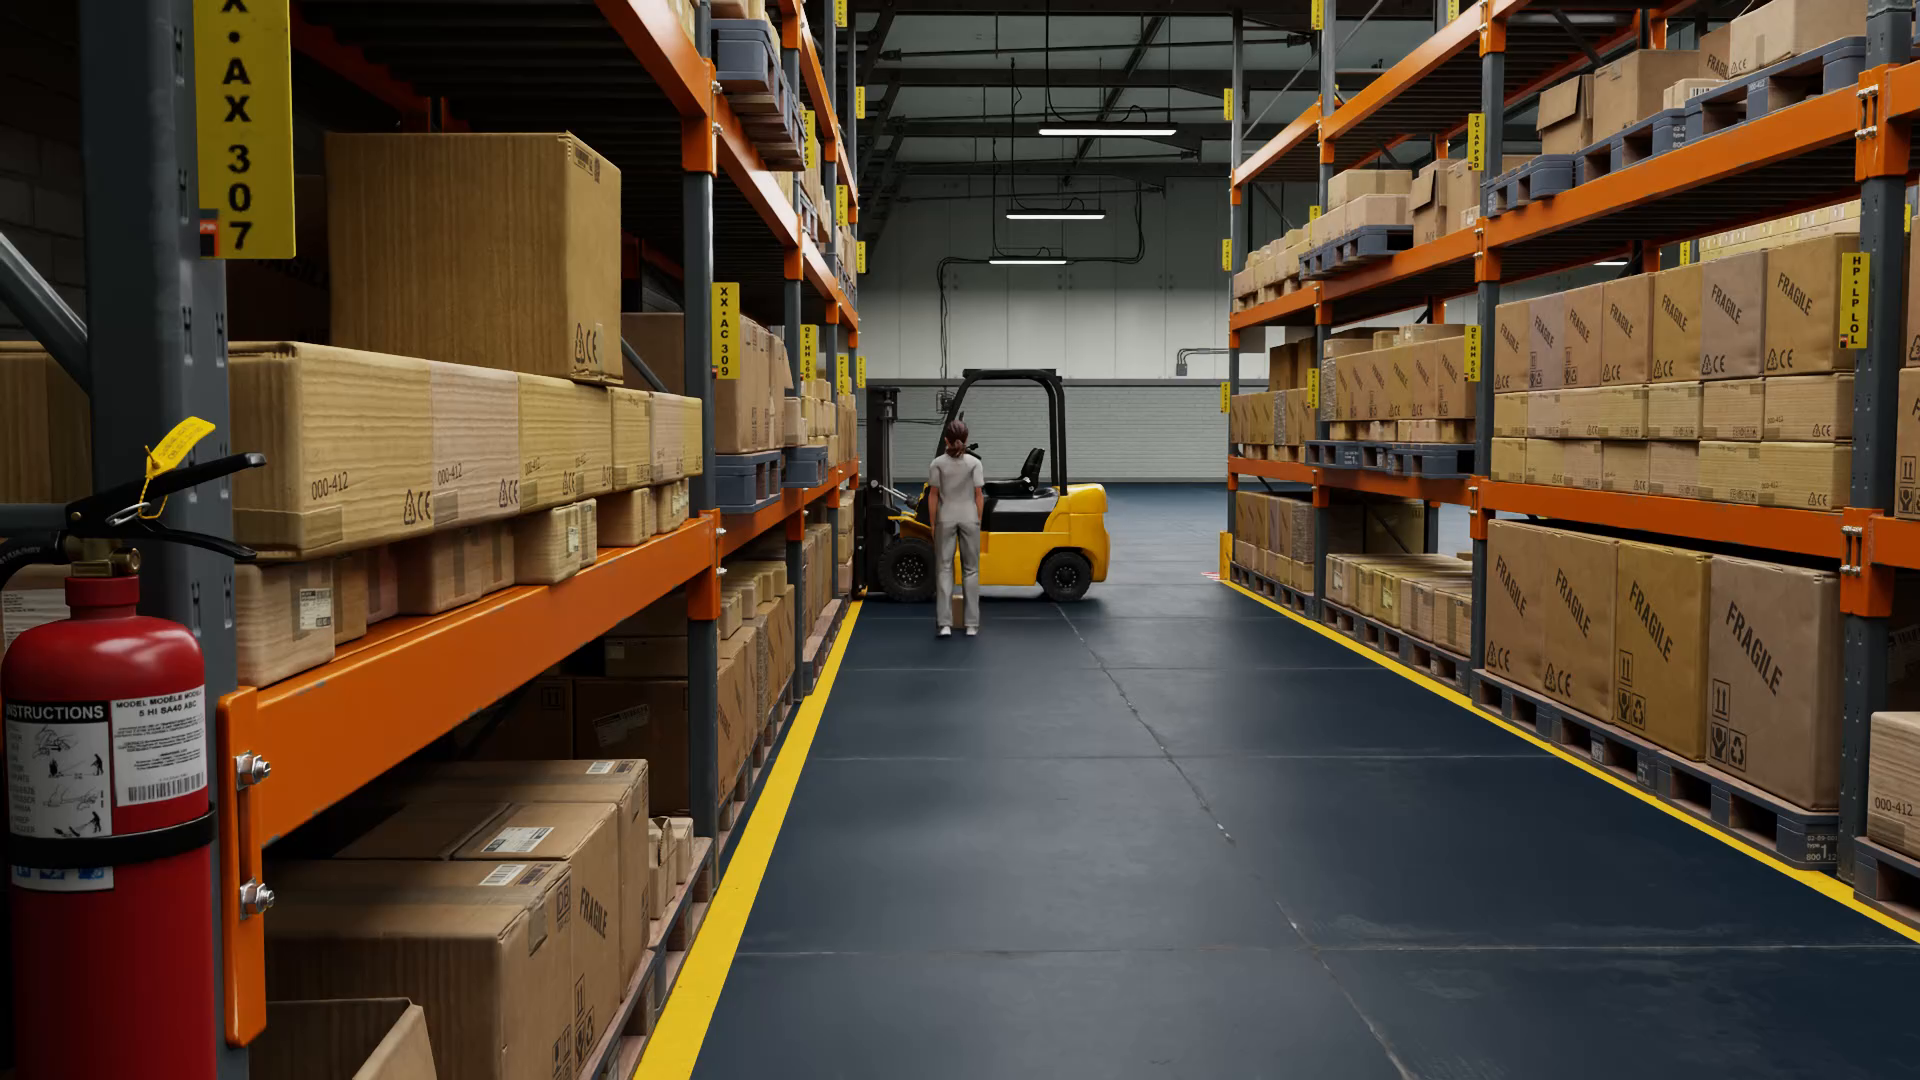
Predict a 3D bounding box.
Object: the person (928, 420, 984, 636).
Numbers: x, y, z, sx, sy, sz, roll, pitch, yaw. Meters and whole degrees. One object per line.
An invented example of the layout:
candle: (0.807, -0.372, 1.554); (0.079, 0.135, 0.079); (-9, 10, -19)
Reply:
person: (-0.029, -0.082, 12.916); (0.436, 1.690, 0.377); (0, 4, 0)
